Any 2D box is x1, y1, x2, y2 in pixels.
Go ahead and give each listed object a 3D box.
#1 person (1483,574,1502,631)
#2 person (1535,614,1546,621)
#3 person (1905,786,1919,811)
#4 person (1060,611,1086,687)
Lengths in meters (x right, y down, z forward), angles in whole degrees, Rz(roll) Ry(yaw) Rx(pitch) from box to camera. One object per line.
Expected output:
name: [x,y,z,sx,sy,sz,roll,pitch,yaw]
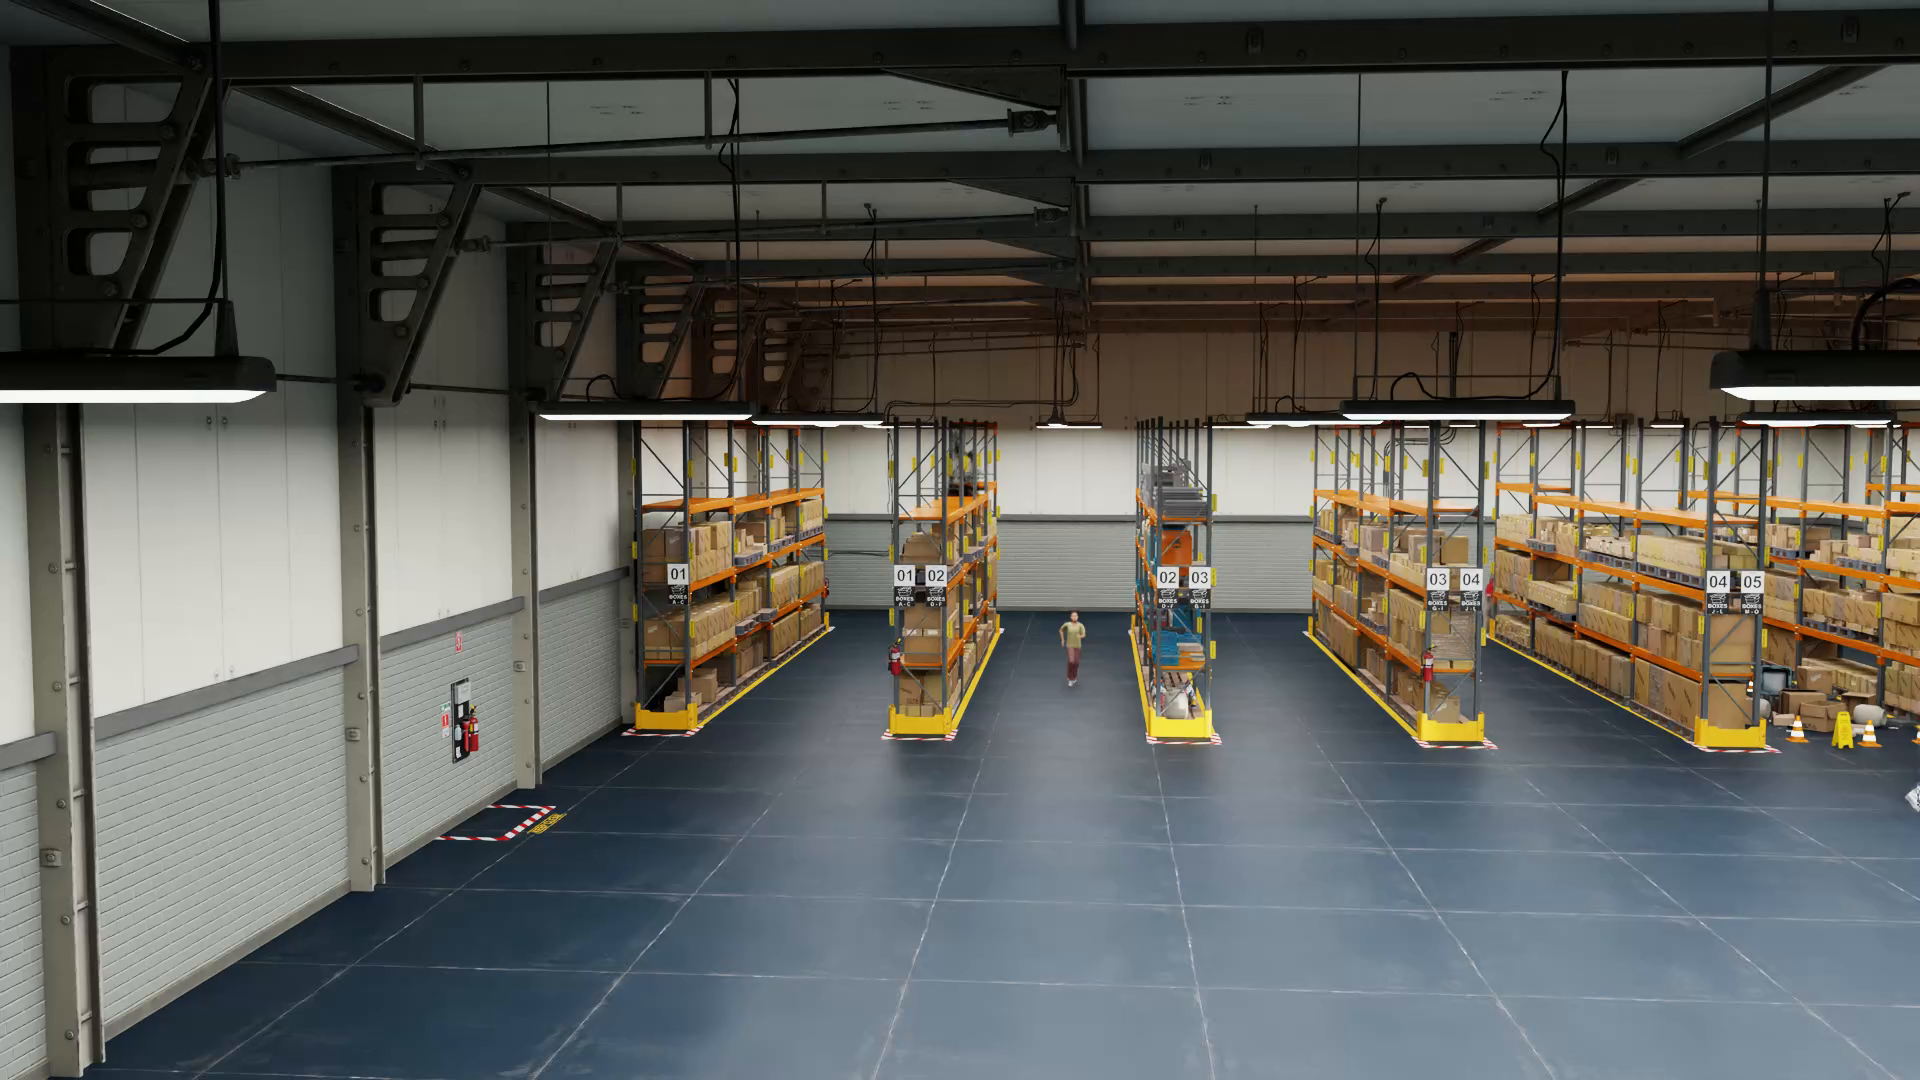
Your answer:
person: [15.242,1.758,47.505,0.908,1.701,0.690,-1,4,-12]
person: [16.552,1.750,47.510,0.605,1.722,0.692,0,4,1]
person: [14.560,3.220,24.518,0.672,1.799,1.003,-3,5,-43]
person: [2.559,2.446,37.440,0.544,1.708,0.708,-1,4,-9]
